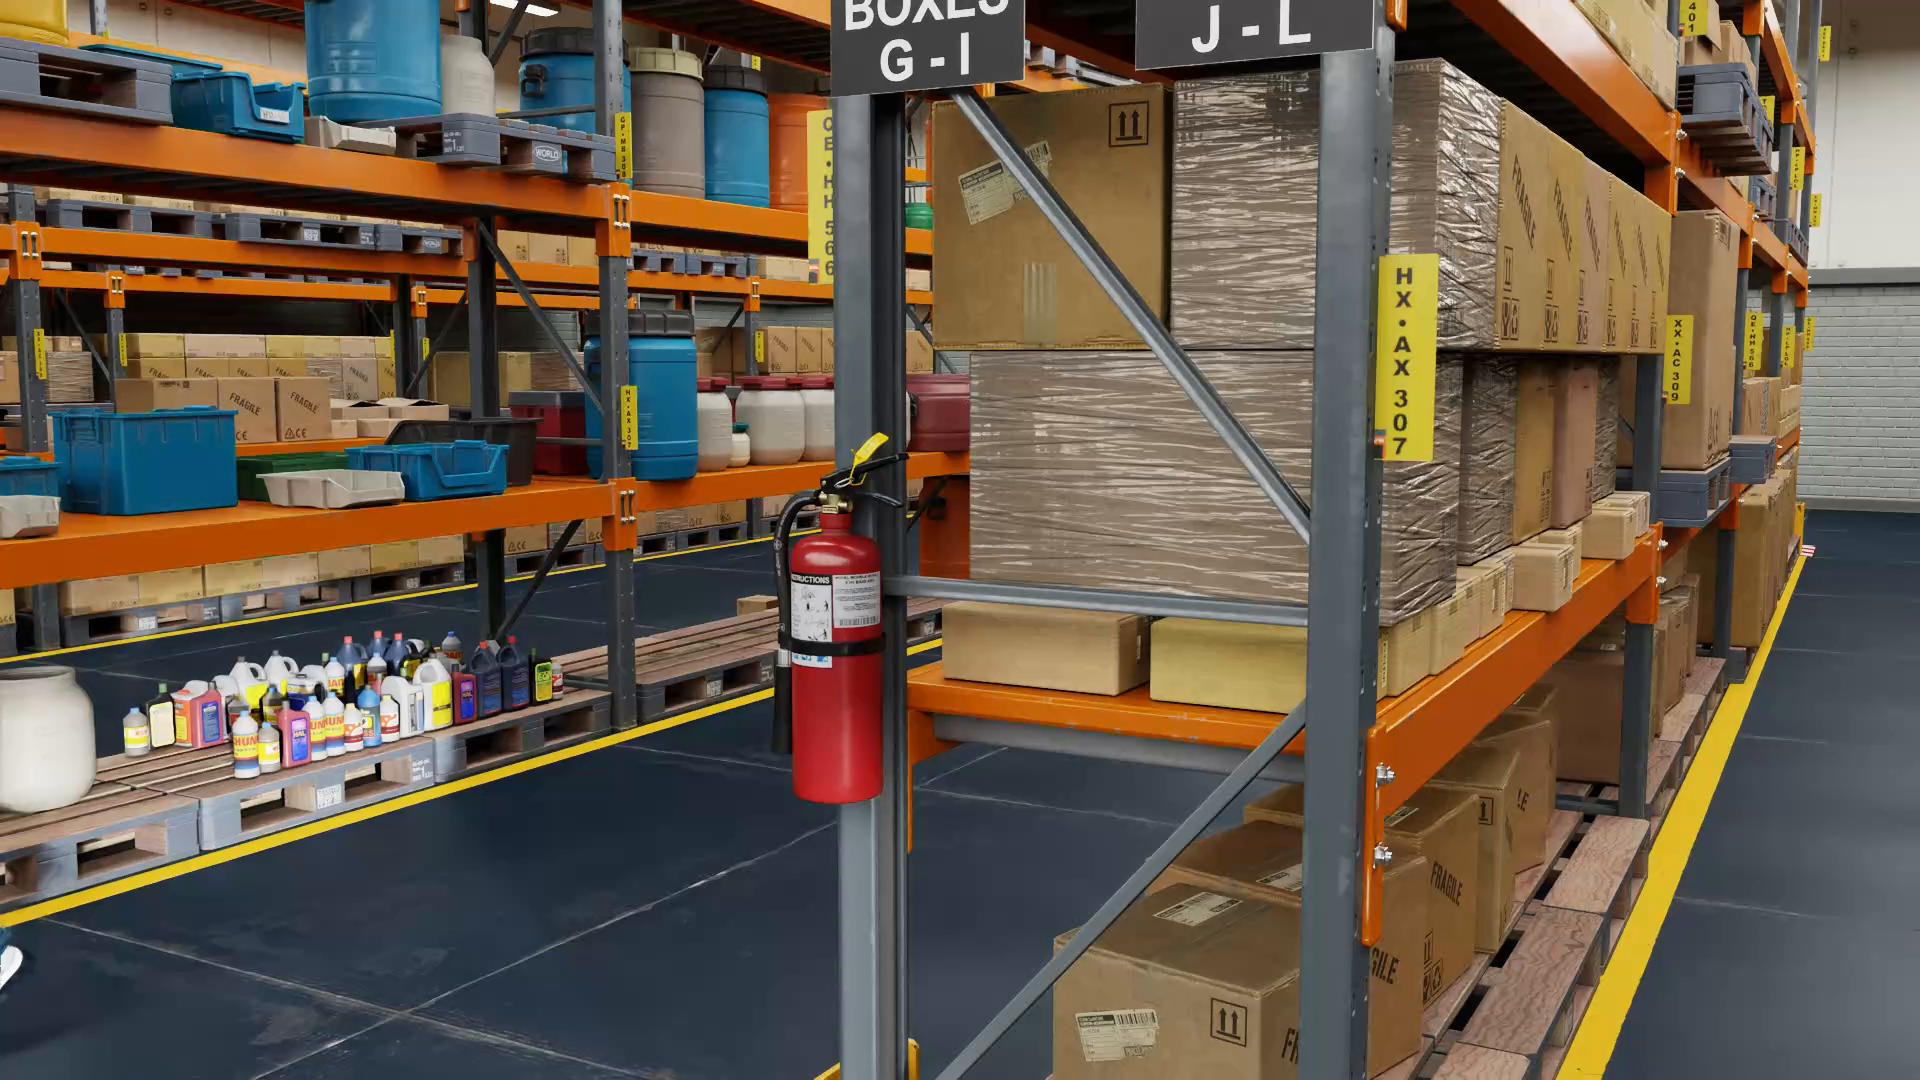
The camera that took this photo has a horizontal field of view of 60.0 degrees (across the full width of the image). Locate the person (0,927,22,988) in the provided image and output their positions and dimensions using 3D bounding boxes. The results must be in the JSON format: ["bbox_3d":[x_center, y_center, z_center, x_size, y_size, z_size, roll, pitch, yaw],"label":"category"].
[{"bbox_3d":[-2.974,0.655,4.424,0.450,1.565,0.765,5,8,39],"label":"person"}]
